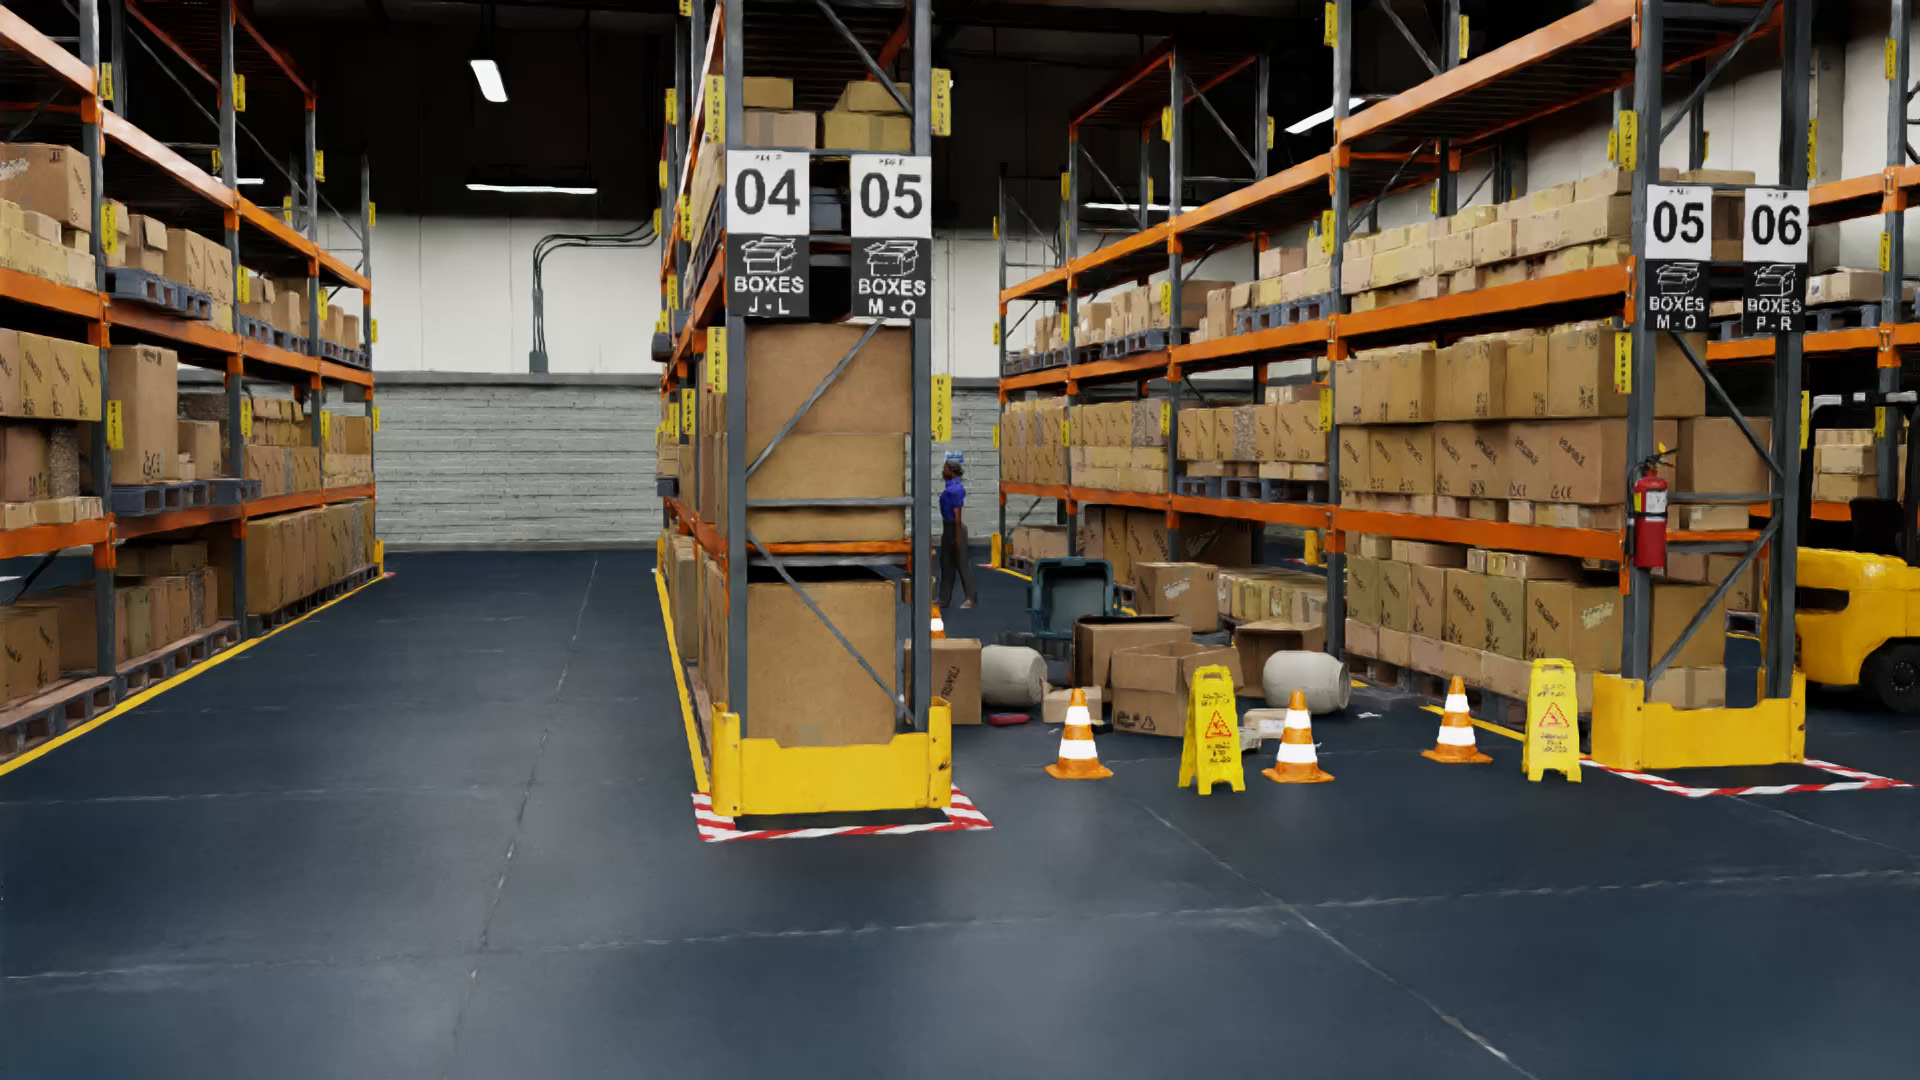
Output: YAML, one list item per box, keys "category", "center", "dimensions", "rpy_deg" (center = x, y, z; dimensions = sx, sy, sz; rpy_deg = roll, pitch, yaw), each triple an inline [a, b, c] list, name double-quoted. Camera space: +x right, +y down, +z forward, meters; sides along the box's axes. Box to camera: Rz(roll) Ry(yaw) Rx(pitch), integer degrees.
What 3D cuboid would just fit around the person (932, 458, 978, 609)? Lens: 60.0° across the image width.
- category: "person"
  center: [-0.103, -0.079, 18.320]
  dimensions: [0.562, 1.649, 0.639]
  rpy_deg: [-1, 3, -10]
